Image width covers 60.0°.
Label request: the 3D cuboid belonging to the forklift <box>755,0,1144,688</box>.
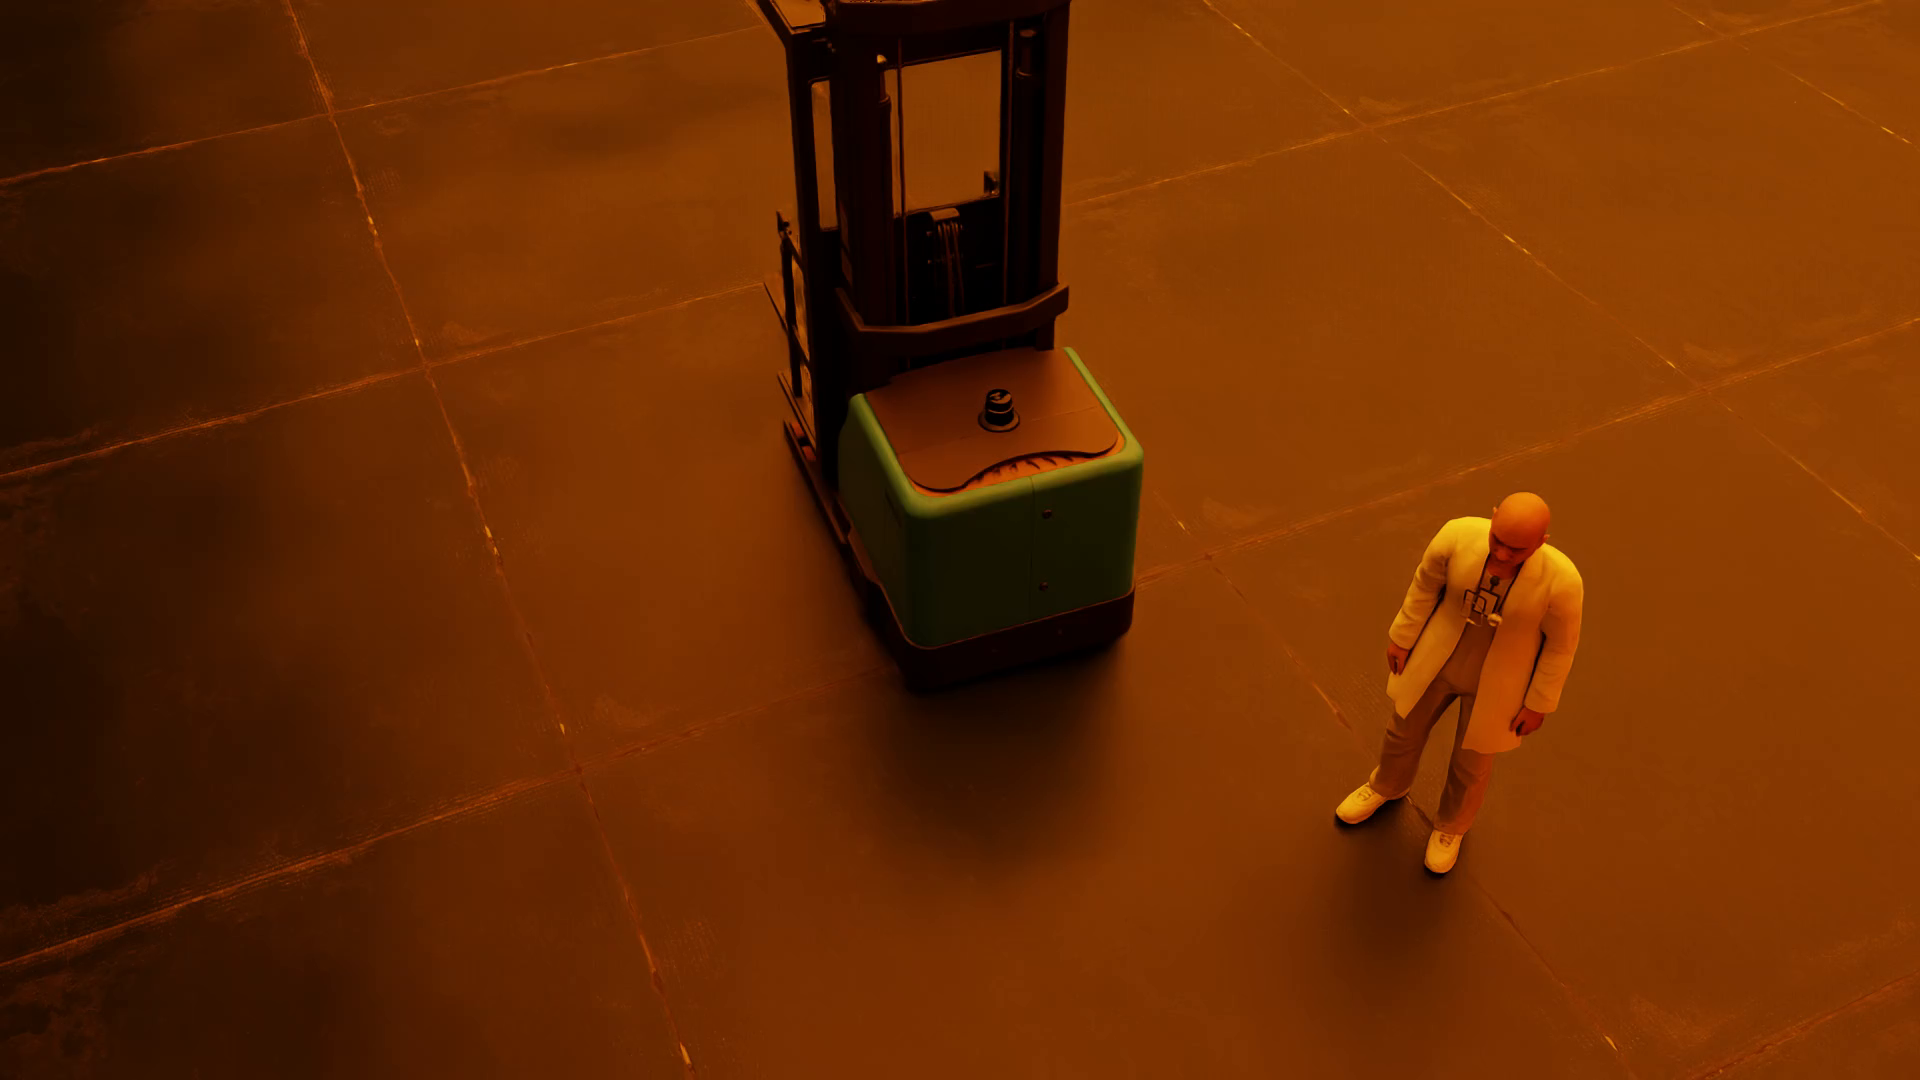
[{"bbox_3d":[-0.231,-1.464,7.249,1.130,2.935,3.031,-14,45,-15],"label":"forklift"}]

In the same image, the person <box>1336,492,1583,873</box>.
[{"bbox_3d":[1.842,0.481,6.014,0.644,1.772,0.430,28,50,27],"label":"person"}]
